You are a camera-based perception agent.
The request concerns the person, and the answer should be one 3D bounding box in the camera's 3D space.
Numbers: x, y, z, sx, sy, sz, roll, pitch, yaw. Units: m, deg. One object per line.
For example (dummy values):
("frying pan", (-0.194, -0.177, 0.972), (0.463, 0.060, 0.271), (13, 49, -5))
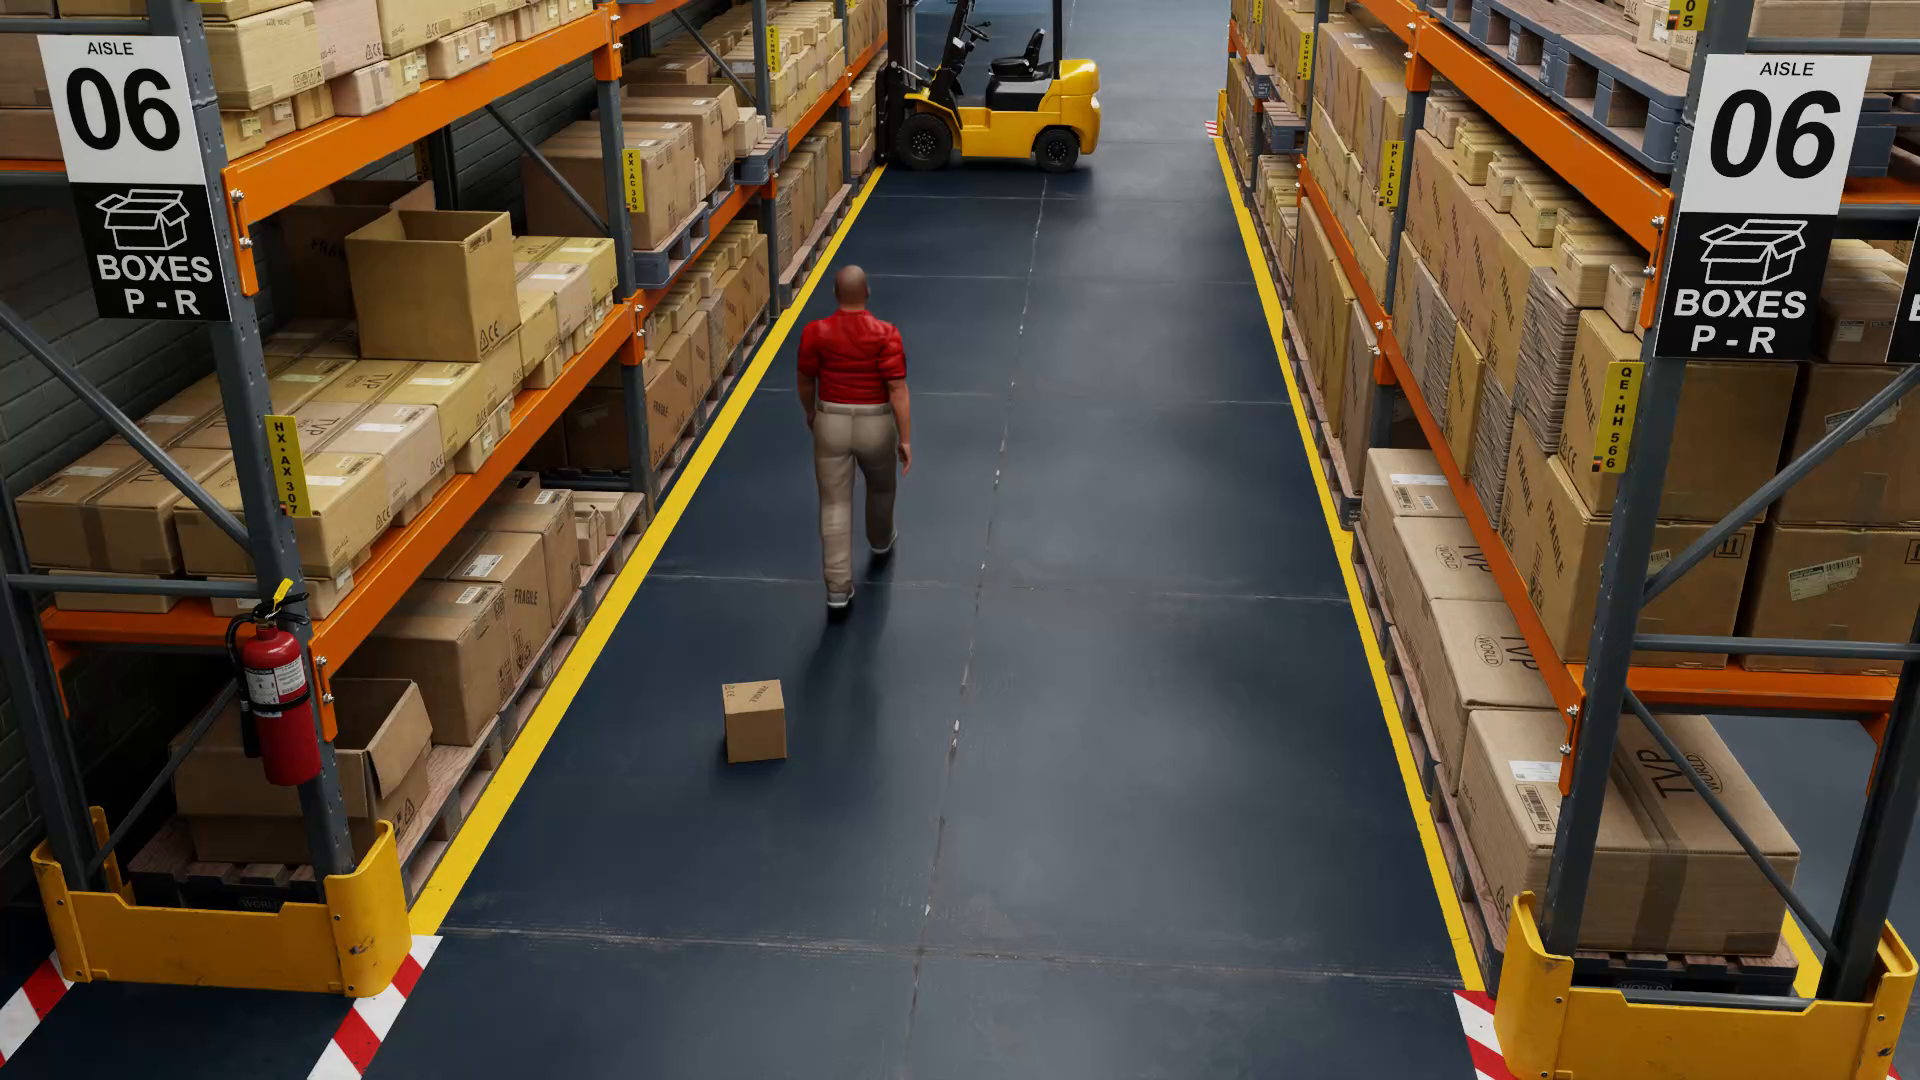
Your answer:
("person", (-0.526, -0.592, 8.401), (0.578, 1.662, 1.053), (0, 24, 0))
